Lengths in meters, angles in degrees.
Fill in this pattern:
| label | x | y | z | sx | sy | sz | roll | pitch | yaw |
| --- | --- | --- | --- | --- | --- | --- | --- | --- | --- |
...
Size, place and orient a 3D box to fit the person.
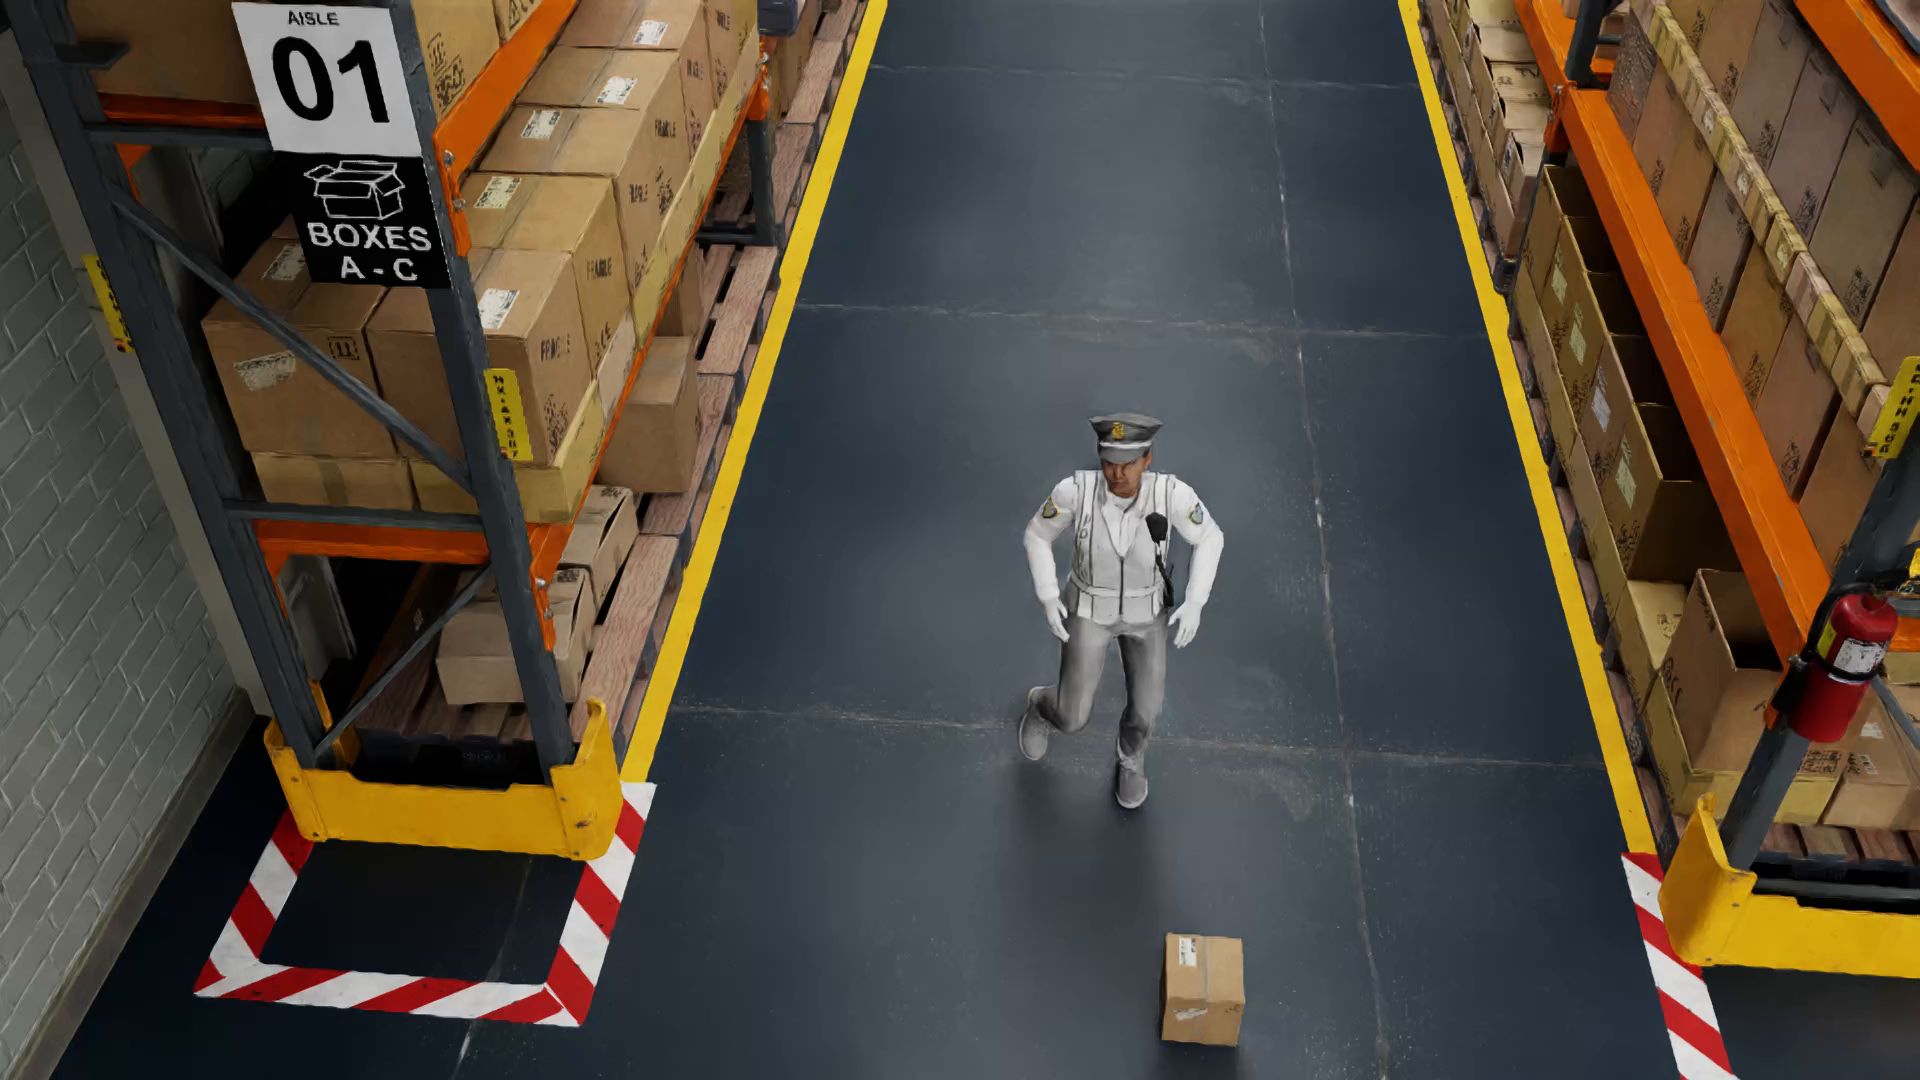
| label | x | y | z | sx | sy | sz | roll | pitch | yaw |
| --- | --- | --- | --- | --- | --- | --- | --- | --- | --- |
| person | 0.571 | 0.261 | 5.853 | 0.689 | 1.665 | 0.454 | -2 | 40 | -2 |
